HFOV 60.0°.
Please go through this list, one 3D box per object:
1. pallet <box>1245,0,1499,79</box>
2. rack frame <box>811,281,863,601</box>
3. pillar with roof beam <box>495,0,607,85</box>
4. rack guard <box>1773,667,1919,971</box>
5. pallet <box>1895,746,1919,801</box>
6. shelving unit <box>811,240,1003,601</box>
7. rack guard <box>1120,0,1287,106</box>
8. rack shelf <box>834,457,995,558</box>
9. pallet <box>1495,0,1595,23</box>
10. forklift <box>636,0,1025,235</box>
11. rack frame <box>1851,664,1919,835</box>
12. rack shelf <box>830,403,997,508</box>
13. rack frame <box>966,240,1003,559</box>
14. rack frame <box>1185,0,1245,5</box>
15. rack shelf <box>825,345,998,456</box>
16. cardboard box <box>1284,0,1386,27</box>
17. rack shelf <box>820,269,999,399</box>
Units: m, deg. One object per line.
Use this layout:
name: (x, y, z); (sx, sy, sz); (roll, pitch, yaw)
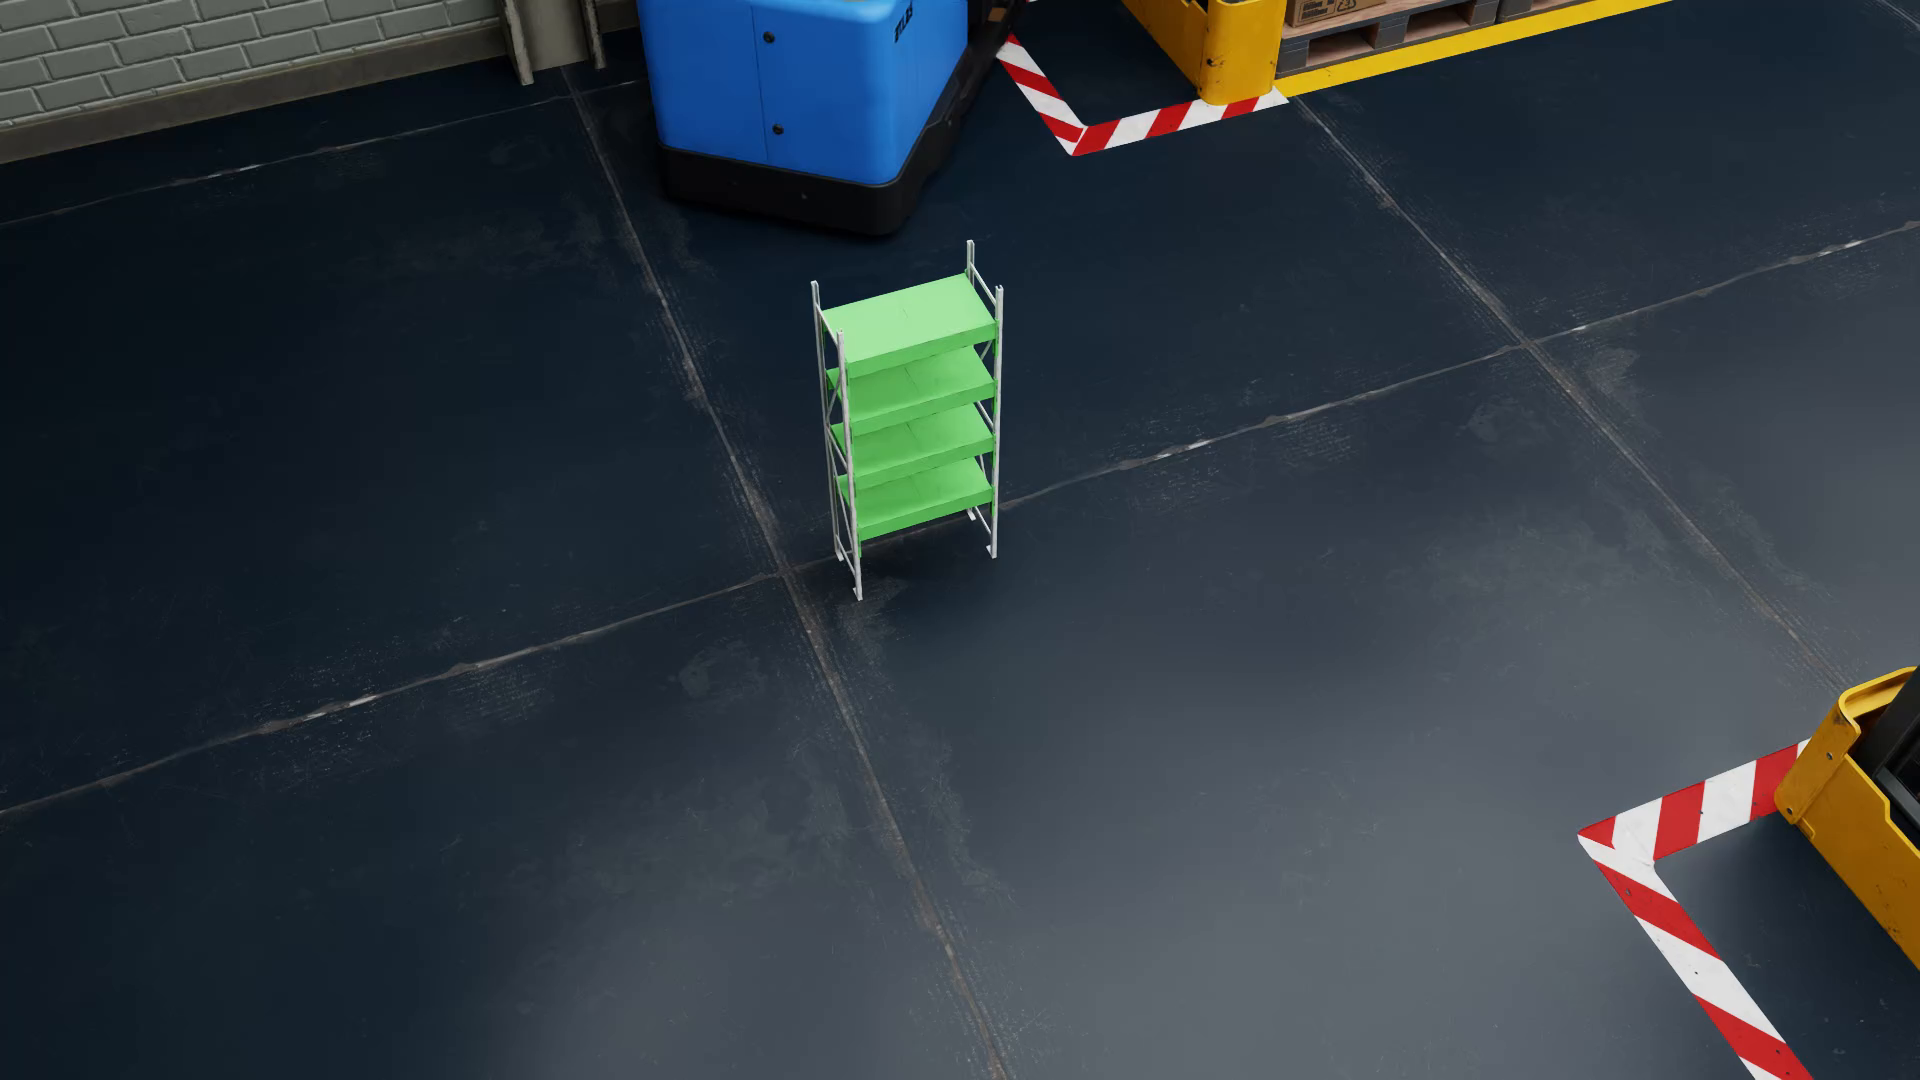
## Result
pallet: (1.789, -2.678, 7.911); (1.213, 0.211, 1.003); (-17, 52, -14)
rack frame: (-0.379, -0.273, 5.194); (0.015, 1.200, 0.240); (-17, 52, -14)
pillar with roof beam: (-0.228, -2.126, 1.644); (0.400, 9.000, 9.100); (-17, 52, -14)
rack guard: (2.839, 0.971, 4.586); (0.348, 0.500, 1.175); (-17, 52, -14)
pallet: (3.572, 0.774, 4.946); (1.213, 0.211, 1.003); (-17, 52, -14)
shelving unit: (-0.153, -0.343, 5.254); (0.503, 1.200, 0.258); (-17, 52, -14)
rack guard: (1.052, -2.543, 7.604); (0.348, 0.500, 1.175); (-17, 52, -14)
rack shelf: (-0.153, -0.145, 5.485); (0.480, 0.148, 0.258); (-17, 52, -14)
pallet: (2.917, -3.025, 8.209); (1.213, 0.211, 1.003); (-17, 52, -14)
forklift: (-0.326, -3.332, 6.679); (1.130, 2.935, 3.031); (13, 51, 11)
rack frame: (2.861, 0.150, 3.644); (0.127, 3.000, 1.000); (-17, 52, -14)
rack shelf: (-0.153, -0.302, 5.302); (0.480, 0.148, 0.258); (-17, 52, -14)
rack frame: (0.073, -0.413, 5.314); (0.015, 1.200, 0.240); (-17, 52, -14)
rack frame: (0.981, -3.335, 6.637); (0.127, 3.000, 1.000); (-17, 52, -14)
rack shelf: (-0.153, -0.458, 5.120); (0.480, 0.148, 0.258); (-17, 52, -14)
cardboard box: (1.583, -2.768, 7.518); (0.637, 0.503, 0.797); (-19, 52, -16)
rack shelf: (-0.153, -0.614, 4.938); (0.480, 0.148, 0.258); (-17, 52, -14)
